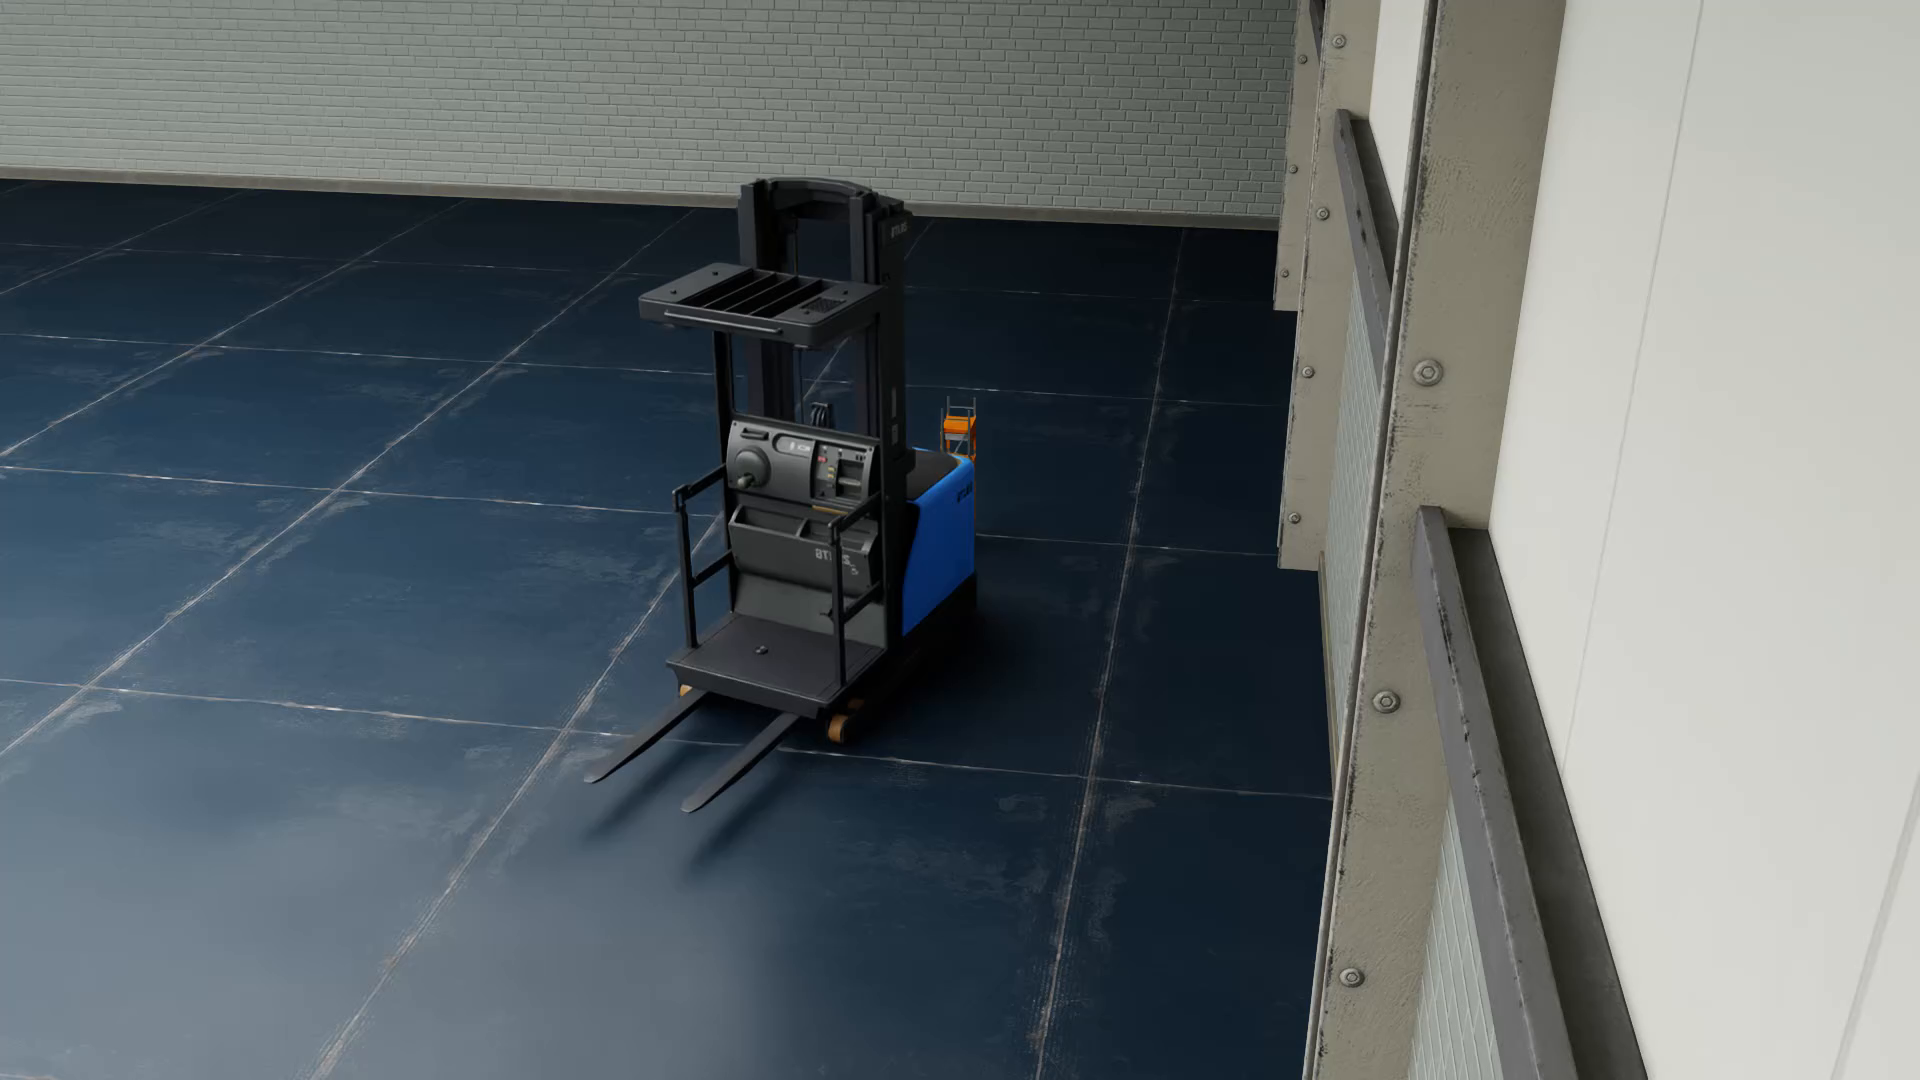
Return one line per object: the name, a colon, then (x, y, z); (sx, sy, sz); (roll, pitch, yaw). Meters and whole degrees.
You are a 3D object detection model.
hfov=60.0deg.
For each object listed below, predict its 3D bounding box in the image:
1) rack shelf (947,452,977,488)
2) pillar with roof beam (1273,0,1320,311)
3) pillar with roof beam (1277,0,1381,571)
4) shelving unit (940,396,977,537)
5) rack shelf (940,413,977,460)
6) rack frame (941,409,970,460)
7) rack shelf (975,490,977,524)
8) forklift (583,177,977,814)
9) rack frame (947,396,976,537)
rack shelf: (-0.009, -0.444, 11.528); (0.215, 0.259, 0.240); (4, 25, 9)
pillar with roof beam: (-0.907, -6.764, 15.630); (9.100, 9.000, 0.400); (4, 25, 9)
pillar with roof beam: (-1.887, -4.255, 10.269); (9.100, 9.000, 0.400); (4, 25, 9)
shelving unit: (-0.009, -0.453, 11.524); (0.215, 1.050, 0.252); (4, 25, 9)
rack shelf: (-0.009, -0.701, 11.408); (0.215, 0.259, 0.240); (4, 25, 9)
rack frame: (-0.029, -0.402, 11.415); (0.200, 1.050, 0.008); (4, 25, 9)
rack shelf: (-0.009, -0.192, 11.646); (0.215, 0.259, 0.240); (4, 25, 9)
forklift: (-0.992, -0.394, 9.180); (1.130, 2.935, 3.031); (12, 28, 23)
rack frame: (0.011, -0.504, 11.633); (0.200, 1.050, 0.008); (4, 25, 9)
